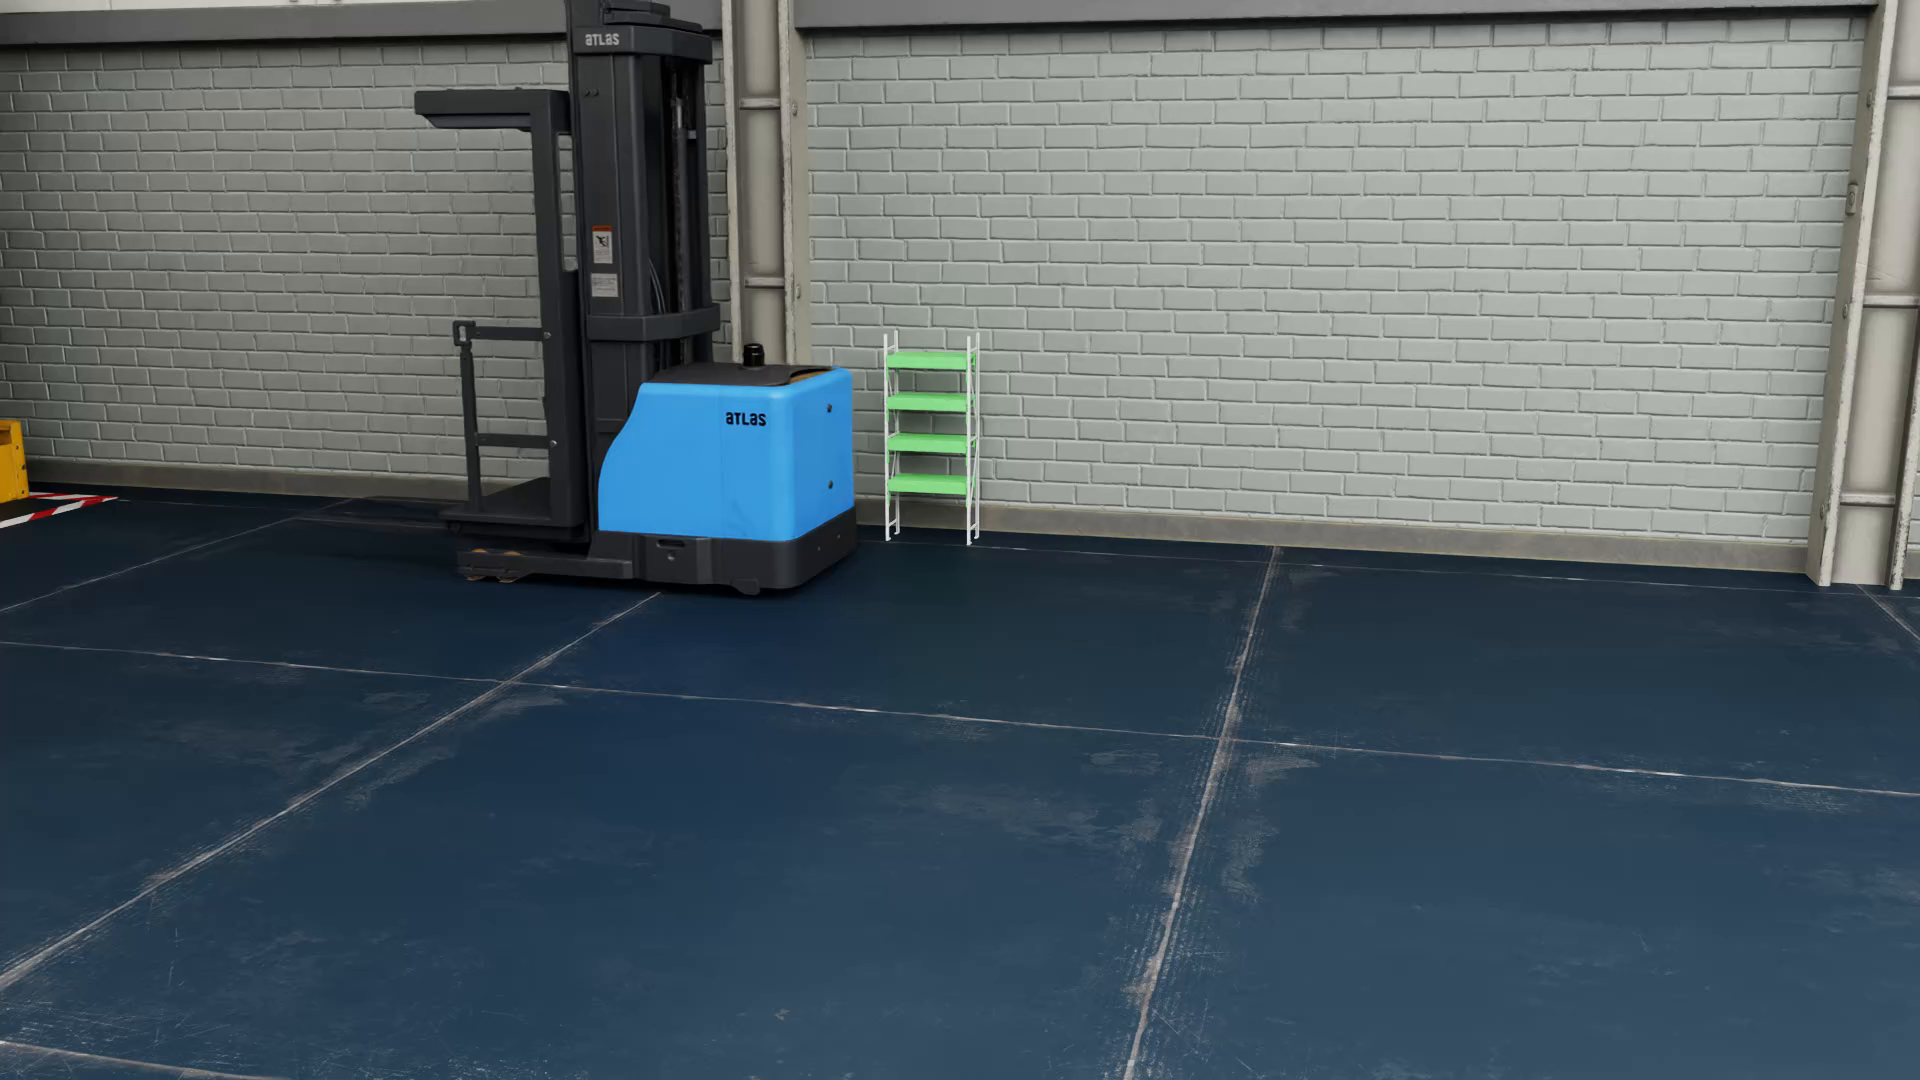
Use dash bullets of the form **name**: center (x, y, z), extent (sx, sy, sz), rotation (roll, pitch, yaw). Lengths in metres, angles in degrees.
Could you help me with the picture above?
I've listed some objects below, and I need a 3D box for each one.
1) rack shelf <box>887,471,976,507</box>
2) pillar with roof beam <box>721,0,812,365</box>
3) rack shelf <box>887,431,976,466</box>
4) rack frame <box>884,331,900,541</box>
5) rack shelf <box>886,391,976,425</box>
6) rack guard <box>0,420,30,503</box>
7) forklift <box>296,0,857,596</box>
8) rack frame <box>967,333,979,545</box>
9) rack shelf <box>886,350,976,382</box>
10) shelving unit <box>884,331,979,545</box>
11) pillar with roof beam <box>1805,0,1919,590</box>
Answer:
- **rack shelf**: center (-0.161, -0.298, 9.708), extent (0.480, 0.148, 0.258), rotation (3, 13, 14)
- **pillar with roof beam**: center (-2.155, -3.584, 5.113), extent (0.400, 9.000, 9.100), rotation (3, 13, 14)
- **rack shelf**: center (-0.161, -0.532, 9.656), extent (0.480, 0.148, 0.258), rotation (3, 13, 14)
- **rack frame**: center (-0.398, -0.607, 9.700), extent (0.015, 1.200, 0.240), rotation (3, 13, 14)
- **rack shelf**: center (-0.161, -0.766, 9.604), extent (0.480, 0.148, 0.258), rotation (3, 13, 14)
- **rack guard**: center (-6.465, -0.425, 10.495), extent (0.348, 0.500, 1.175), rotation (3, 13, 14)
- **forklift**: center (-2.145, -1.310, 8.871), extent (3.031, 2.935, 1.130), rotation (4, 13, 16)
- **rack frame**: center (0.076, -0.582, 9.585), extent (0.015, 1.200, 0.240), rotation (3, 13, 14)
- **rack shelf**: center (-0.161, -1.001, 9.552), extent (0.480, 0.148, 0.258), rotation (3, 13, 14)
- **shelving unit**: center (-0.161, -0.594, 9.642), extent (0.503, 1.200, 0.258), rotation (3, 13, 14)
- **pillar with roof beam**: center (3.670, -3.273, 3.710), extent (0.400, 9.000, 9.100), rotation (3, 13, 14)
